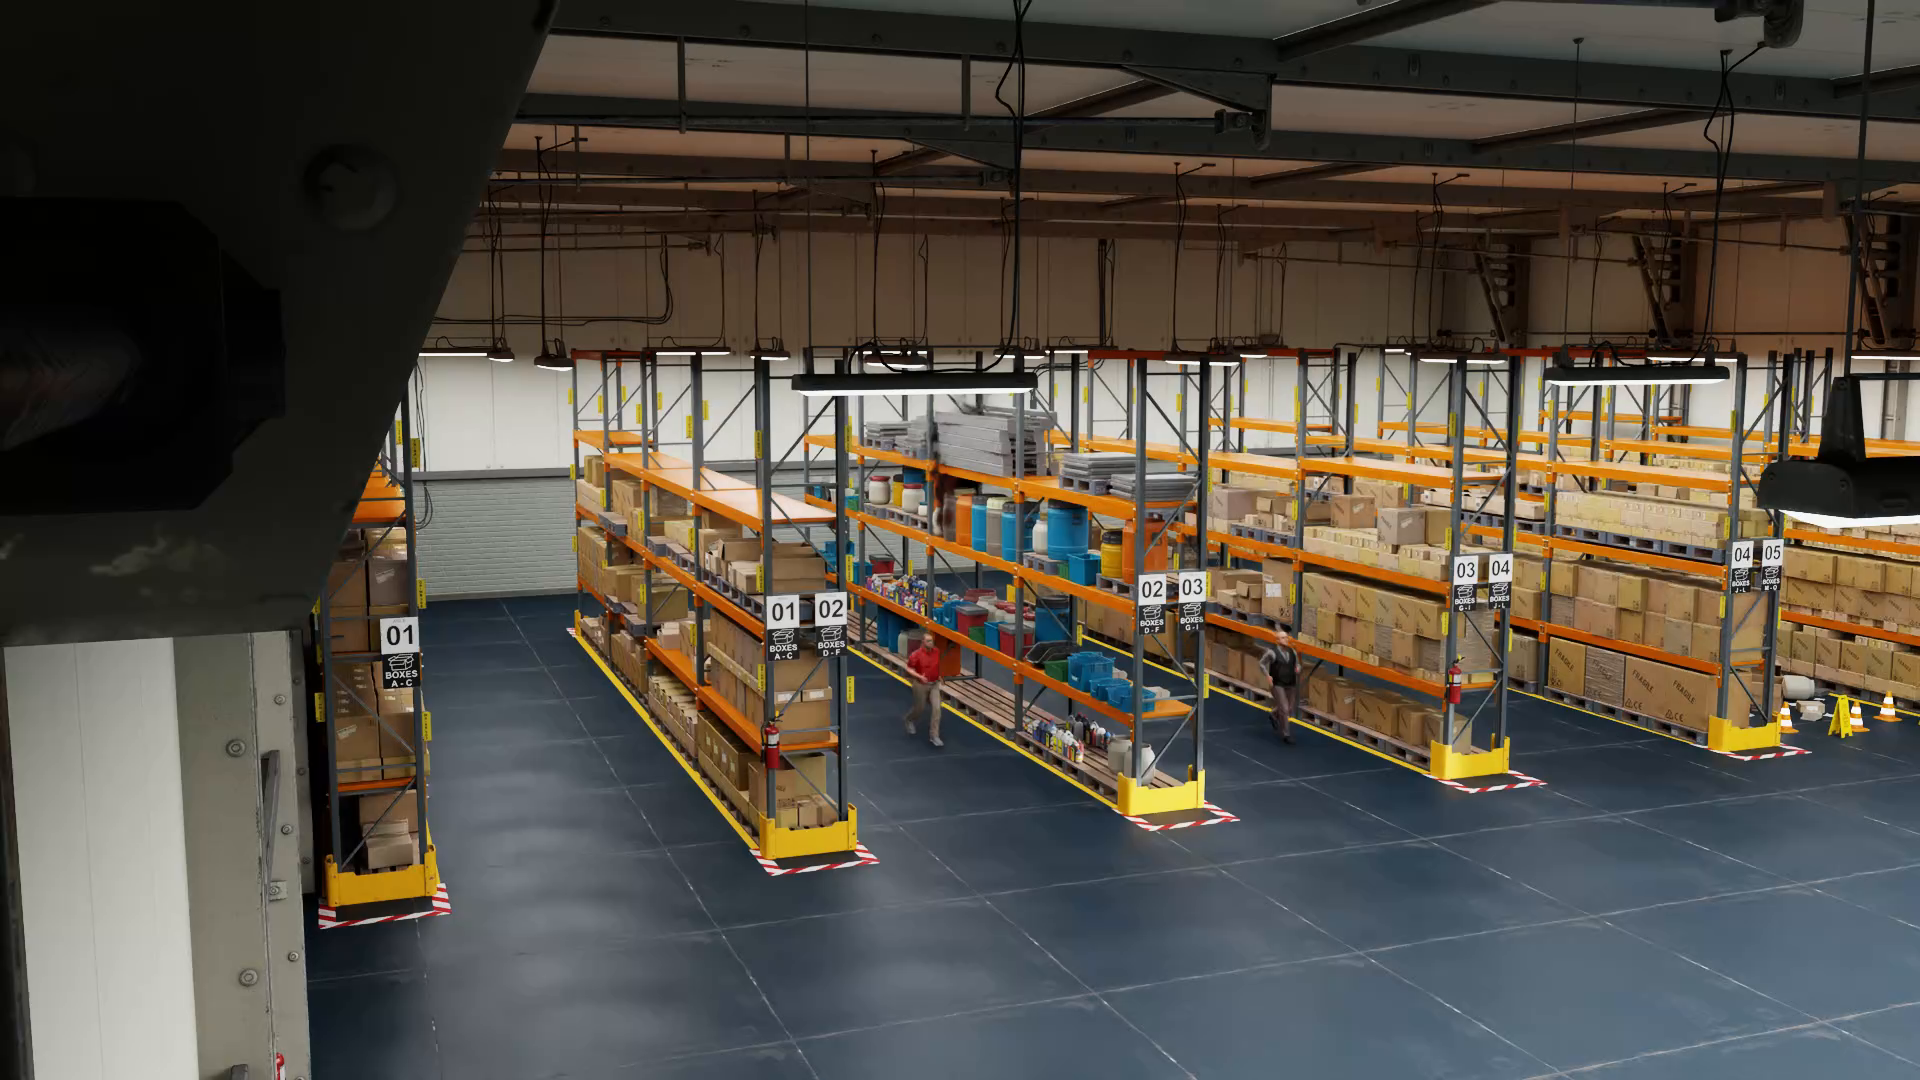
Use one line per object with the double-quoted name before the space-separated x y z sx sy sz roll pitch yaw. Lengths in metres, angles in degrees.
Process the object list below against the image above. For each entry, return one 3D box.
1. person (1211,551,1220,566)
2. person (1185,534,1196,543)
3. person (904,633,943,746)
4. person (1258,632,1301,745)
"person" 6.588 0.374 41.706 0.529 1.565 0.555 -3 8 -24
"person" 5.647 0.358 41.401 0.916 1.753 0.820 -4 8 -28
"person" -0.553 2.278 25.814 0.647 1.719 0.950 -4 8 -28
"person" 5.005 2.269 25.877 0.667 1.699 0.915 -3 8 -21
